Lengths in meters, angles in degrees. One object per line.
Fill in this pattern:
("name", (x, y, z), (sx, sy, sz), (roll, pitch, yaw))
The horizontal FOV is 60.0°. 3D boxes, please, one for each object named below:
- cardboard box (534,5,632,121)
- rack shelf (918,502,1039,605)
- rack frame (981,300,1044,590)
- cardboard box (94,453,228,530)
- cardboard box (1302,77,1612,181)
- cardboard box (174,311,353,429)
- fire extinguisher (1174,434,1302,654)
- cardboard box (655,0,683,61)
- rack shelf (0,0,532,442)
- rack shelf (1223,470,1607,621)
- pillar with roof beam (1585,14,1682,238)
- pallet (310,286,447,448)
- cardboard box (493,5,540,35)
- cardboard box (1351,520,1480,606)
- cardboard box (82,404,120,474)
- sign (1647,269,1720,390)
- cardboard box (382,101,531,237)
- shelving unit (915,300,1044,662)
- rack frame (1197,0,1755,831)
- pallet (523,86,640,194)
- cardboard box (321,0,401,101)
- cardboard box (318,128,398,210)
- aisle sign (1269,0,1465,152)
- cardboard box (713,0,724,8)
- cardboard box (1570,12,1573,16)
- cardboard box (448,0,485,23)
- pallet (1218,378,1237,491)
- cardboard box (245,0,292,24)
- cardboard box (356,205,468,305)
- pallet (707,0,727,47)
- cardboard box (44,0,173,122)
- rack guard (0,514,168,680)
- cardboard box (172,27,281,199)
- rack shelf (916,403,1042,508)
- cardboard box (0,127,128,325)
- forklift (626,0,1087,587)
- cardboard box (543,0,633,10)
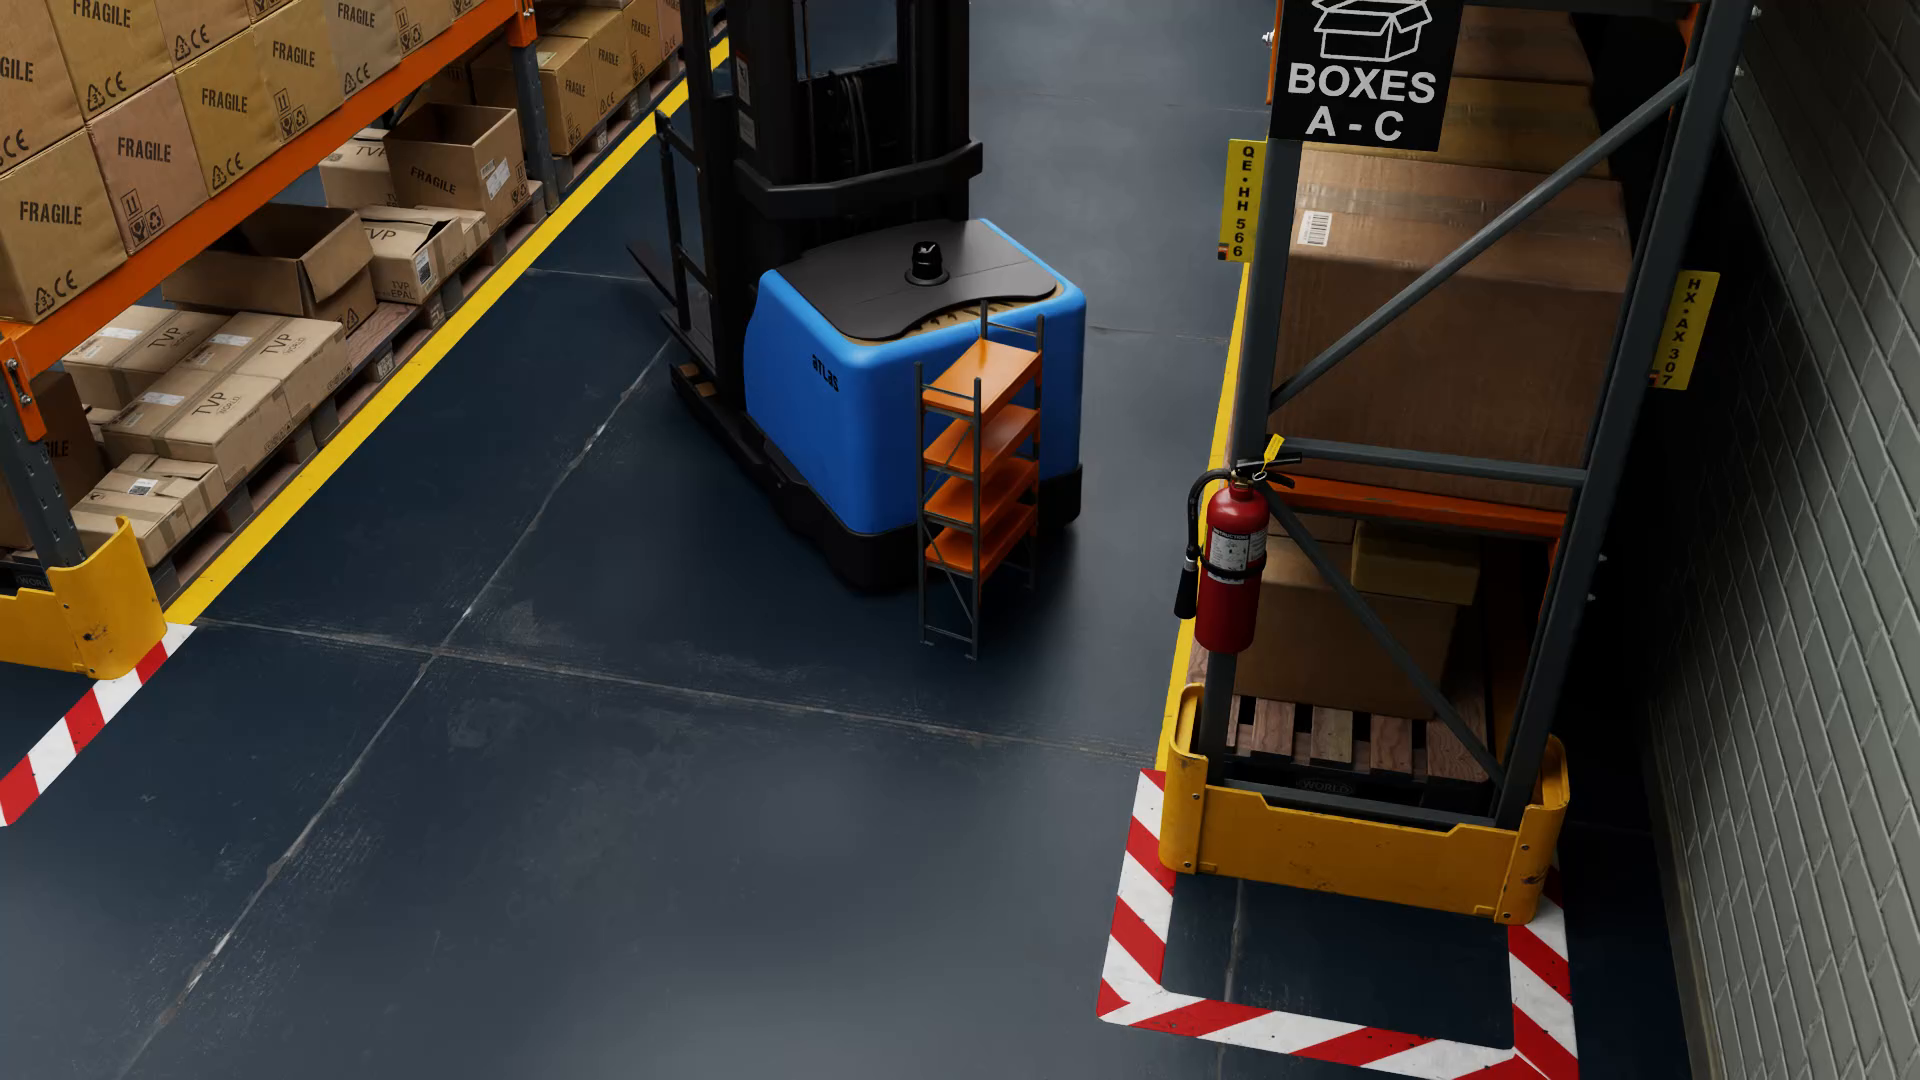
("cardboard box", (-2.303, -2.838, 9.865), (0.500, 0.500, 0.500), (8, 37, 11))
("rack shelf", (0.072, 0.016, 6.159), (0.258, 0.148, 0.480), (17, 39, 22))
("rack frame", (0.184, -0.327, 6.178), (0.240, 1.200, 0.015), (17, 39, 22))
("cardboard box", (-3.123, -0.196, 6.504), (0.380, 0.166, 0.250), (7, 37, 10))
("cardboard box", (1.482, -1.040, 5.373), (0.980, 0.700, 0.700), (7, 37, 10))
("cardboard box", (-2.995, -0.739, 7.182), (0.500, 0.250, 0.500), (7, 37, 10))
("fire extinguisher", (0.755, 0.005, 4.571), (0.296, 0.674, 0.183), (7, 37, 10))
("cardboard box", (-2.080, -3.414, 10.659), (0.500, 0.500, 0.500), (6, 36, 8))
("rack shelf", (-3.175, -1.680, 7.126), (1.077, 0.370, 4.000), (7, 37, 10))
("rack shelf", (1.666, -1.062, 6.272), (1.077, 0.370, 4.000), (7, 37, 10))
("pillar with roof beam", (-1.417, -4.959, 5.923), (9.100, 9.000, 0.400), (7, 37, 10))
("pallet", (-3.153, -0.894, 7.804), (1.003, 0.211, 1.213), (7, 37, 10))
("cardboard box", (-2.808, -2.886, 9.930), (0.500, 0.500, 0.500), (7, 37, 10))
("cardboard box", (1.459, 0.056, 5.336), (0.380, 0.149, 0.250), (8, 37, 10))
("cardboard box", (-3.552, -0.420, 6.812), (0.380, 0.166, 0.250), (7, 37, 10))
("sign", (1.779, -0.516, 4.101), (0.100, 0.325, 0.005), (7, 37, 10))
("cardboard box", (-2.592, -1.922, 8.601), (0.500, 0.500, 0.500), (7, 37, 10))
("shelving unit", (0.072, -0.199, 6.003), (0.258, 1.200, 0.503), (17, 39, 22))
("rack frame", (1.238, -0.206, 4.479), (1.000, 3.000, 0.127), (7, 37, 10))
("pallet", (-2.611, -2.460, 9.965), (1.003, 0.211, 1.213), (7, 37, 10))
("cardboard box", (-2.820, -2.250, 7.213), (0.500, 0.500, 0.500), (8, 37, 11))
("cardboard box", (-3.048, -1.994, 8.862), (0.500, 0.311, 0.500), (7, 37, 10))
("aisle sign", (0.930, -1.255, 3.711), (0.394, 0.787, 0.004), (7, 37, 10))
("cardboard box", (-1.863, -4.012, 11.485), (0.500, 0.500, 0.500), (9, 37, 12))
("cardboard box", (1.800, -1.894, 6.552), (0.980, 0.700, 0.700), (6, 36, 9))
("cardboard box", (-2.603, -2.840, 8.027), (0.500, 0.500, 0.500), (8, 37, 11))
("pallet", (1.595, -0.243, 6.905), (1.003, 0.211, 1.213), (7, 37, 10))
("cardboard box", (-2.926, -2.370, 6.527), (0.500, 0.500, 0.500), (7, 37, 10))
("cardboard box", (-2.752, -1.416, 8.063), (0.500, 0.311, 0.500), (7, 37, 10))
("pallet", (-2.089, -3.859, 11.895), (1.003, 0.211, 1.213), (7, 37, 10))
("cardboard box", (-3.145, -1.792, 5.730), (0.500, 0.500, 0.500), (8, 37, 10))
("rack guard", (-3.586, 0.143, 6.126), (1.175, 0.500, 0.348), (7, 37, 10))
("cardboard box", (-3.034, -1.671, 6.414), (0.500, 0.500, 0.500), (7, 37, 10))
("rack shelf", (0.072, -0.326, 5.911), (0.258, 0.148, 0.480), (17, 39, 22))
("cardboard box", (-3.249, -1.087, 5.609), (0.500, 0.500, 0.500), (8, 37, 11))
("forklift", (-0.669, -1.851, 6.806), (1.130, 2.935, 3.031), (-18, 40, -23))
("cardboard box", (-2.192, -3.408, 10.012), (0.500, 0.250, 0.500), (7, 37, 10))
